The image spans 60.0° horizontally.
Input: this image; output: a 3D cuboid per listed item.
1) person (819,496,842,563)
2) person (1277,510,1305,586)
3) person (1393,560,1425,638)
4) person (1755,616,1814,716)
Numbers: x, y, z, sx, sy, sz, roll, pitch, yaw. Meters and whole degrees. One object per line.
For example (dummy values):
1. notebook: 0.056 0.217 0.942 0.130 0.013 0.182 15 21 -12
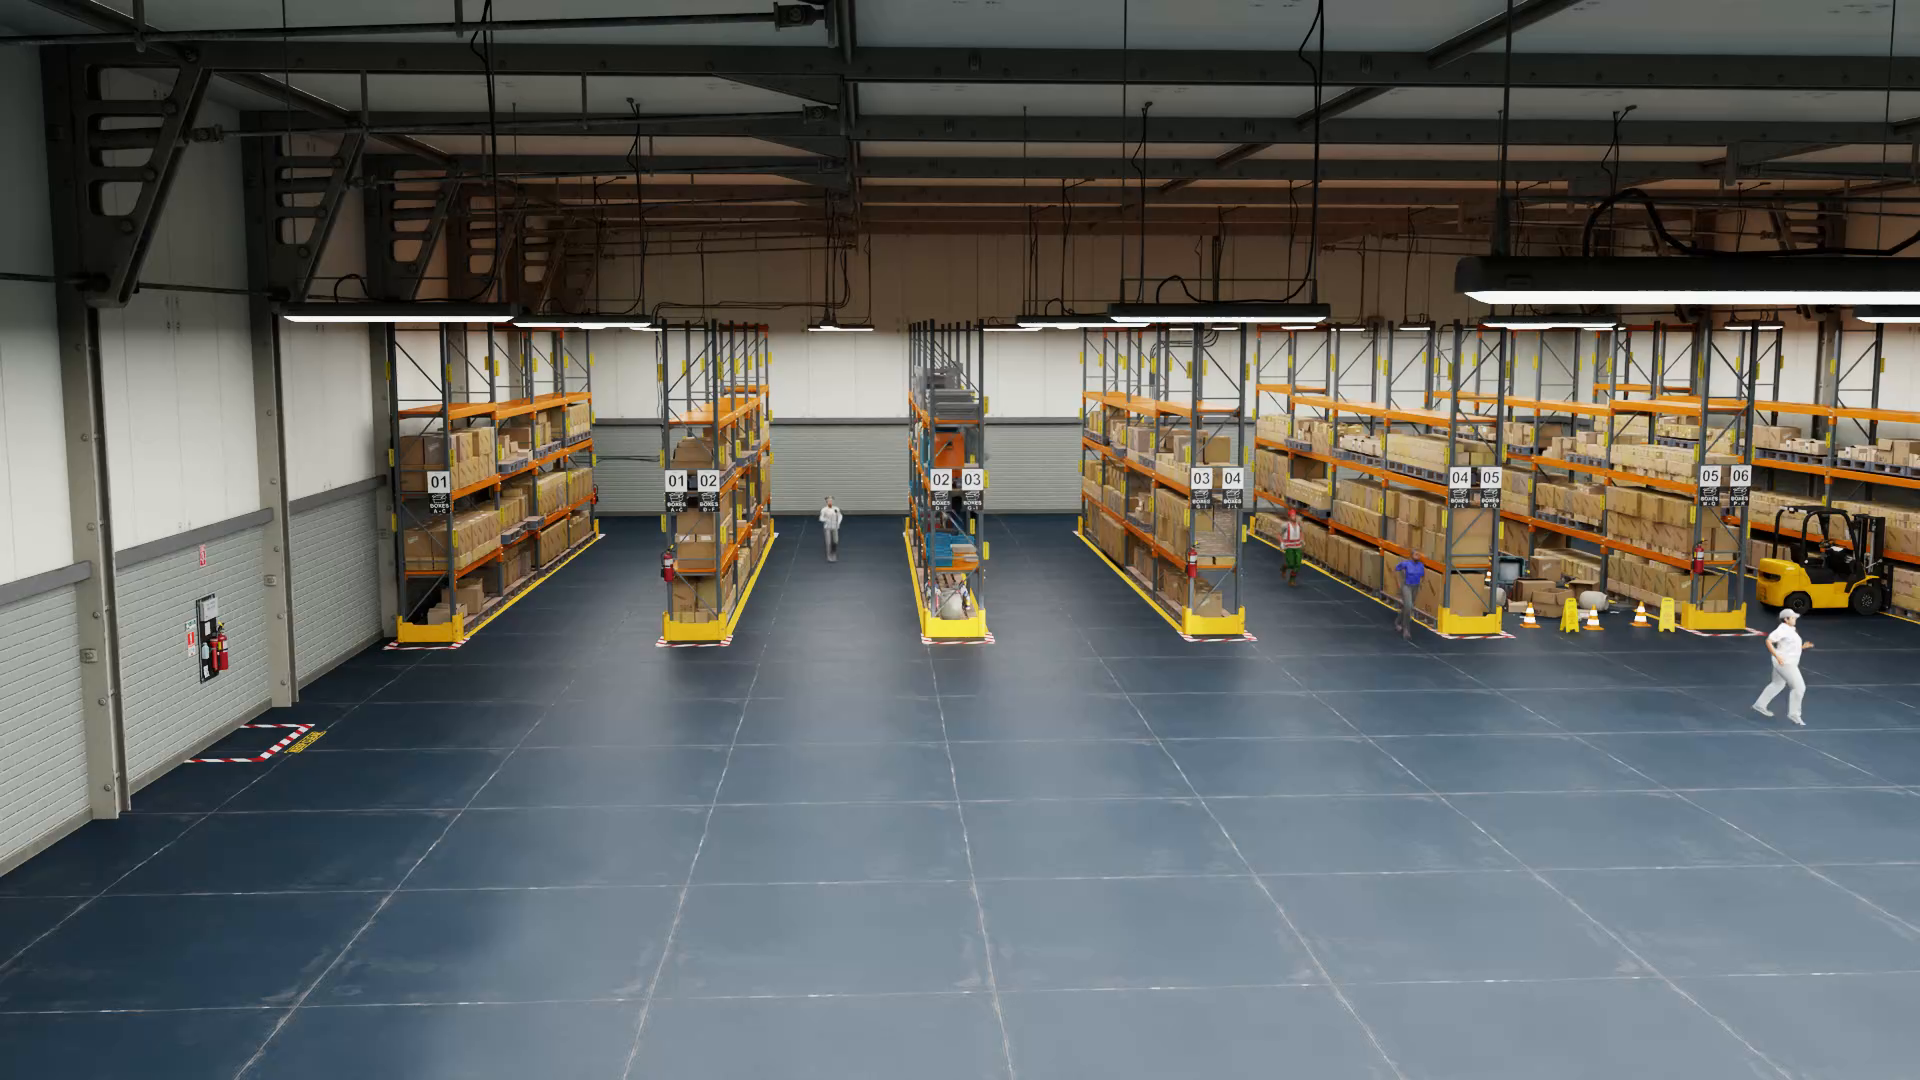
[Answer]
1. person: -3.229 -0.266 41.783 0.595 1.705 0.630 -1 7 -11
2. person: 7.585 0.175 38.024 0.657 1.743 0.605 -2 7 -15
3. person: 8.598 1.101 31.827 0.565 1.500 0.775 -3 8 -21
4. person: 12.195 1.794 24.587 0.734 1.536 0.579 4 8 27
